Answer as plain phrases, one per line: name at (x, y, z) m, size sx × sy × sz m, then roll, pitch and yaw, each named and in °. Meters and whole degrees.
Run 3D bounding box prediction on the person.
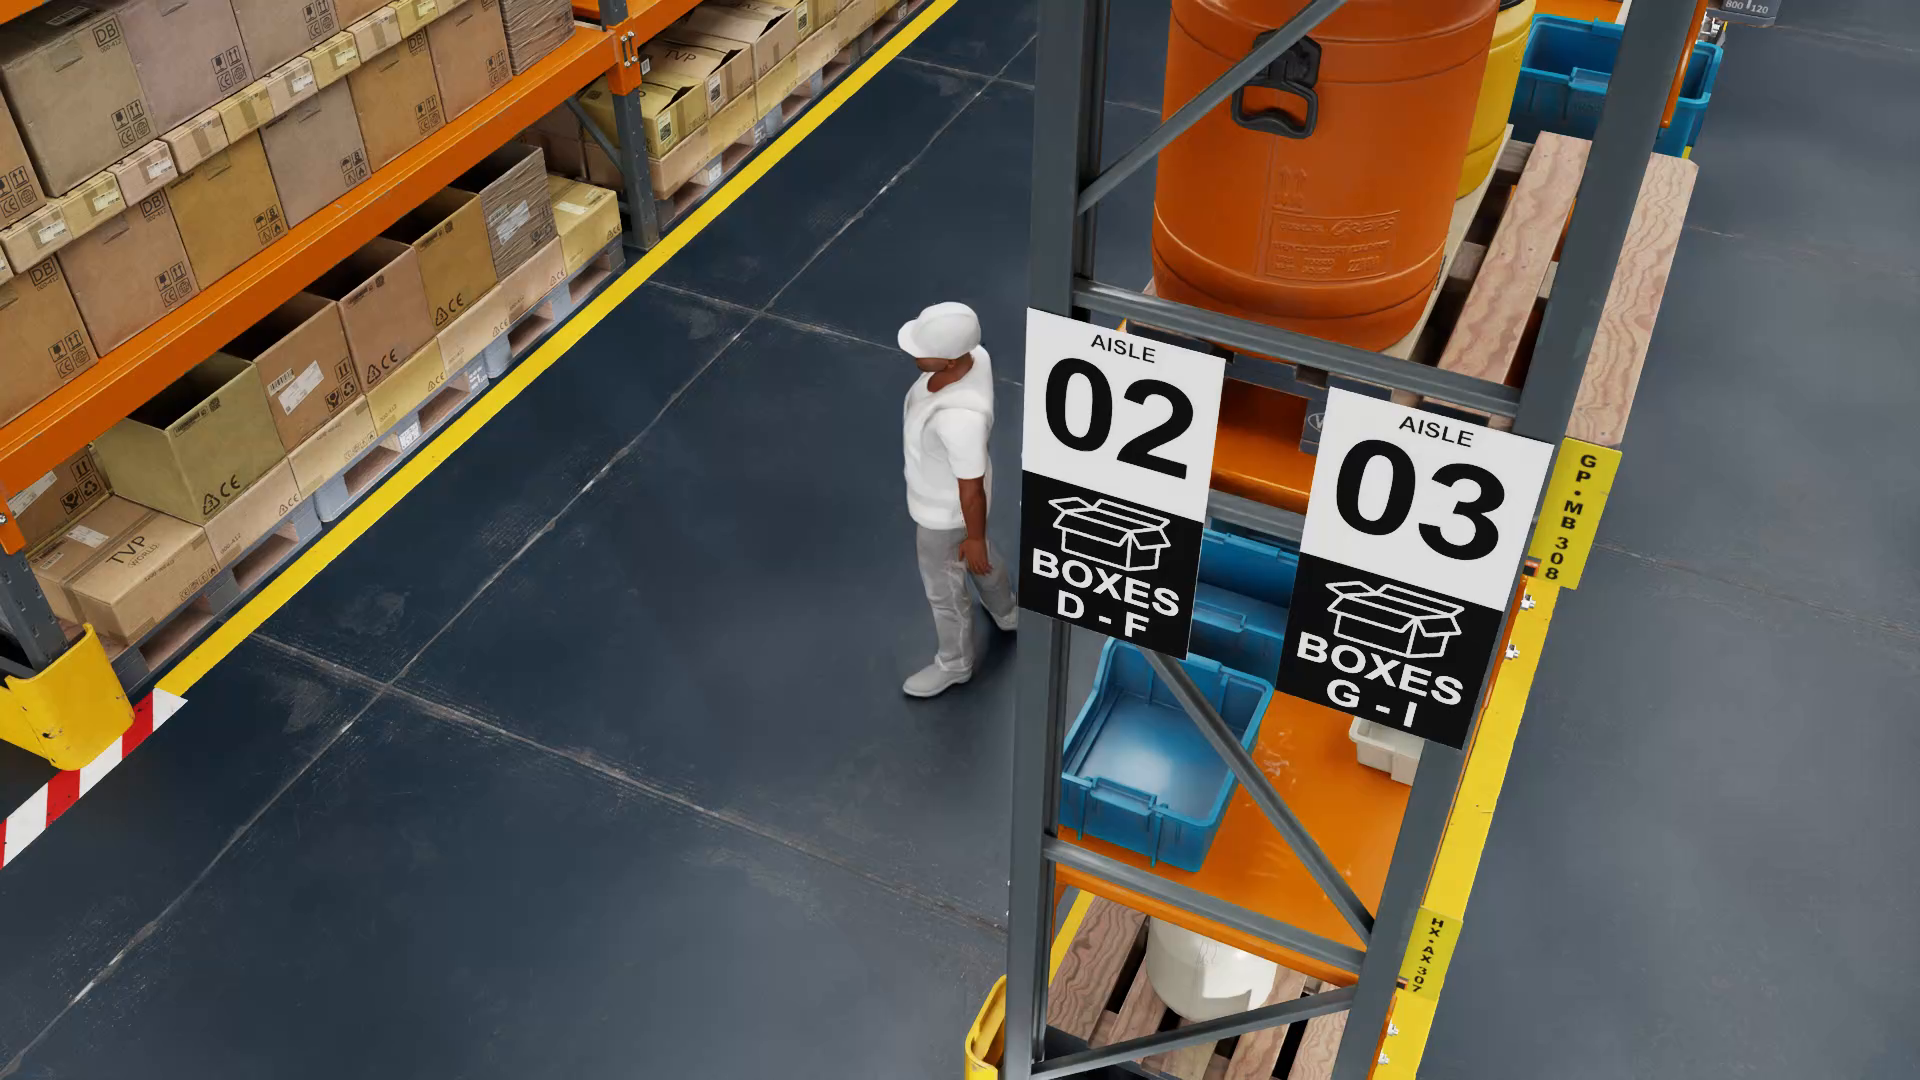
person at (0.016, -0.216, 6.372) m, size 0.468 × 1.764 × 0.707 m, roll 3°, pitch 42°, yaw 4°
